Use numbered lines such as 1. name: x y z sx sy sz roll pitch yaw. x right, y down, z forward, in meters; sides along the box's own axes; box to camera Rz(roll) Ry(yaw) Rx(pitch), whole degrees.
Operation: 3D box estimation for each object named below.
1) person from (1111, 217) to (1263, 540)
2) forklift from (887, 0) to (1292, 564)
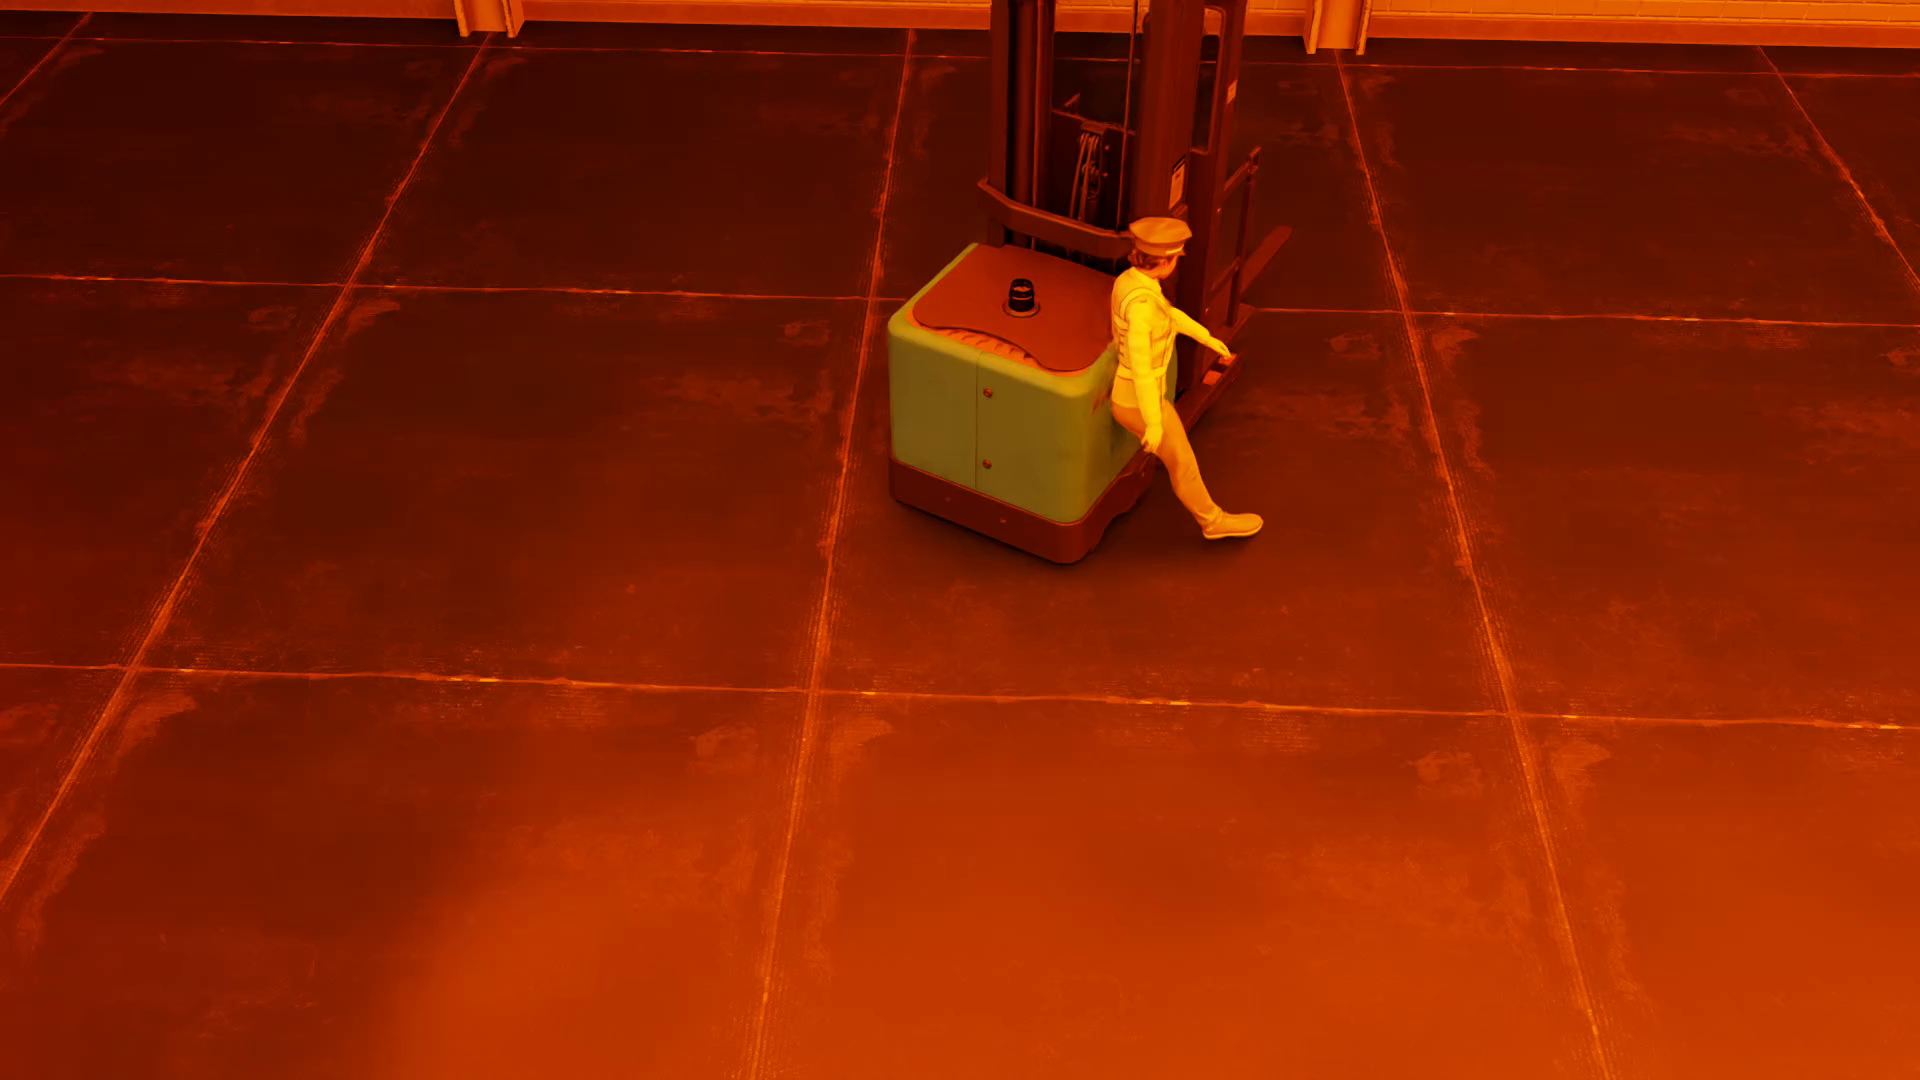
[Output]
1. person: 0.963 -0.725 7.517 0.870 1.559 0.772 -5 43 -6
2. forklift: 0.845 -1.950 7.878 1.130 2.935 3.031 22 47 22
